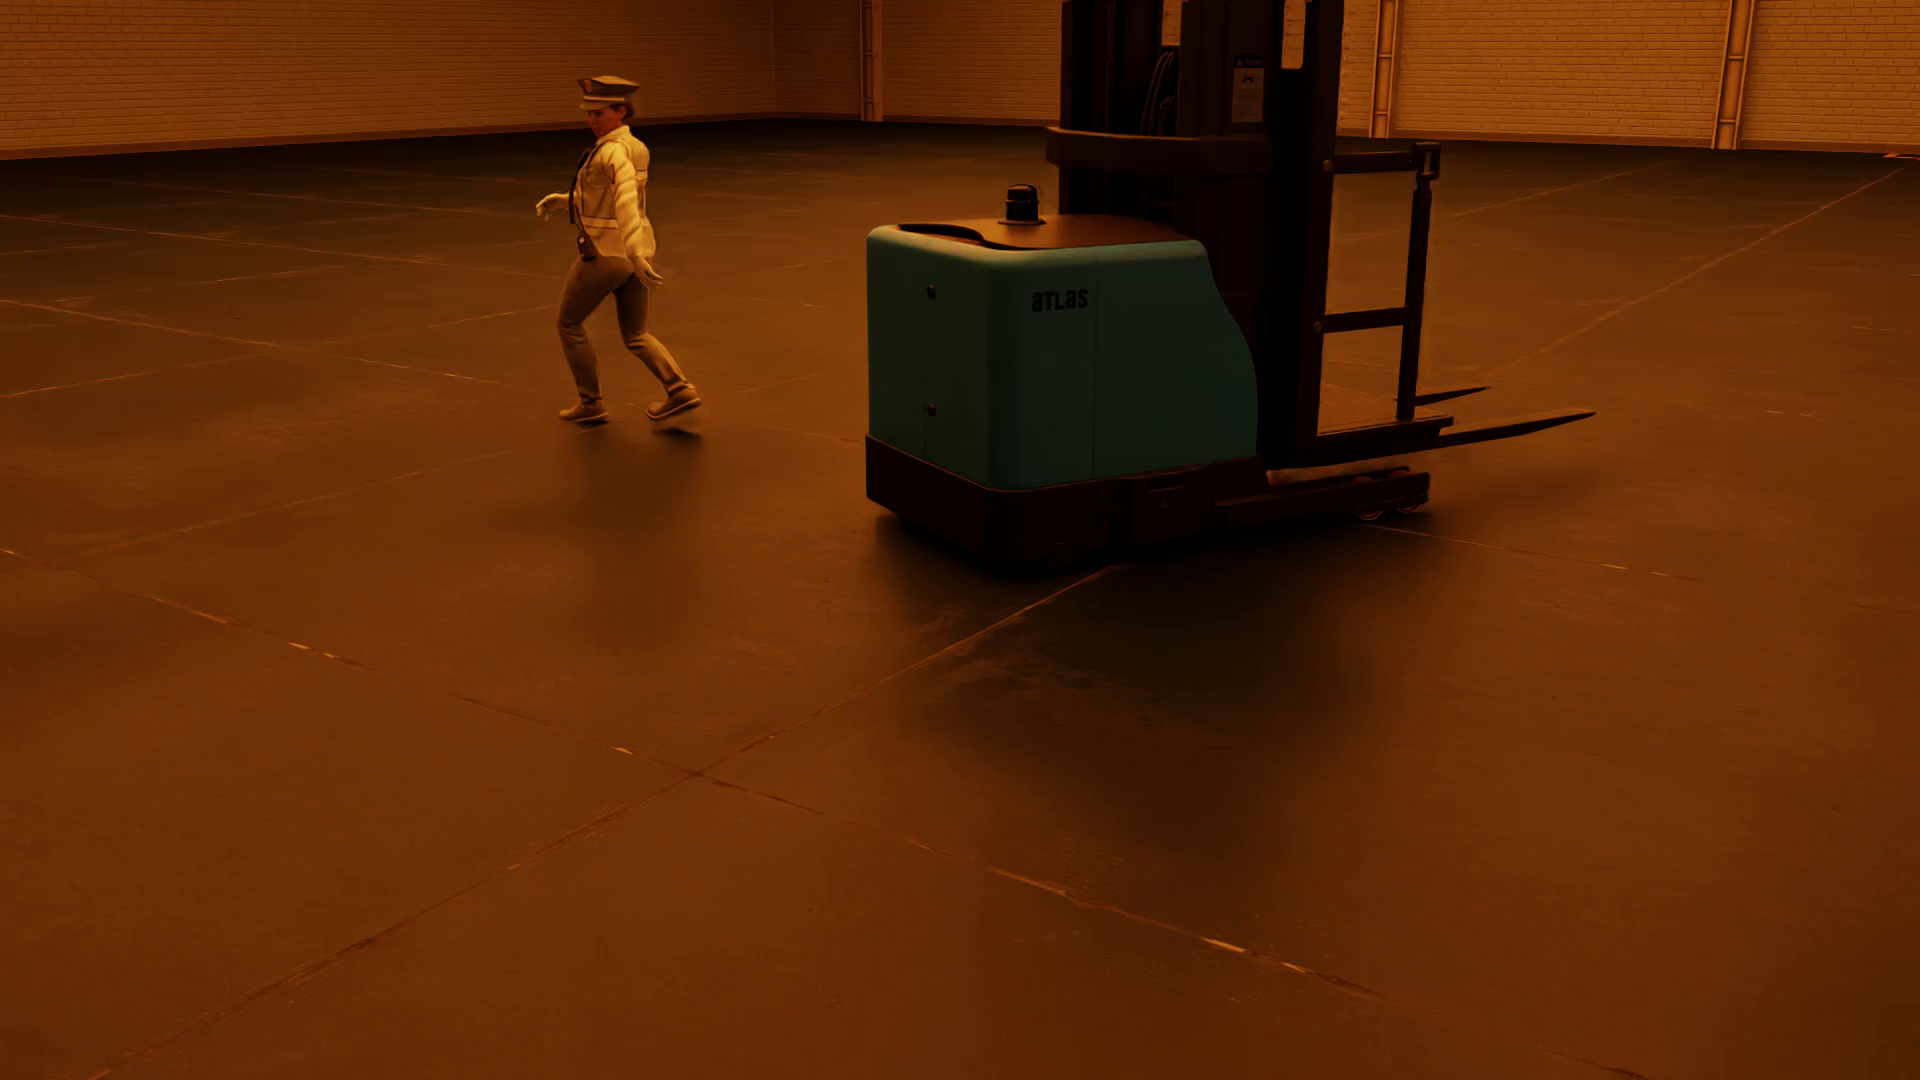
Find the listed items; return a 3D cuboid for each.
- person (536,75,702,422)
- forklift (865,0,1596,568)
[{"bbox_3d":[-1.559,-1.269,7.492,0.814,1.588,0.531,9,19,27],"label":"person"},{"bbox_3d":[1.186,-1.596,6.171,3.031,2.935,1.130,-9,19,-28],"label":"forklift"}]
